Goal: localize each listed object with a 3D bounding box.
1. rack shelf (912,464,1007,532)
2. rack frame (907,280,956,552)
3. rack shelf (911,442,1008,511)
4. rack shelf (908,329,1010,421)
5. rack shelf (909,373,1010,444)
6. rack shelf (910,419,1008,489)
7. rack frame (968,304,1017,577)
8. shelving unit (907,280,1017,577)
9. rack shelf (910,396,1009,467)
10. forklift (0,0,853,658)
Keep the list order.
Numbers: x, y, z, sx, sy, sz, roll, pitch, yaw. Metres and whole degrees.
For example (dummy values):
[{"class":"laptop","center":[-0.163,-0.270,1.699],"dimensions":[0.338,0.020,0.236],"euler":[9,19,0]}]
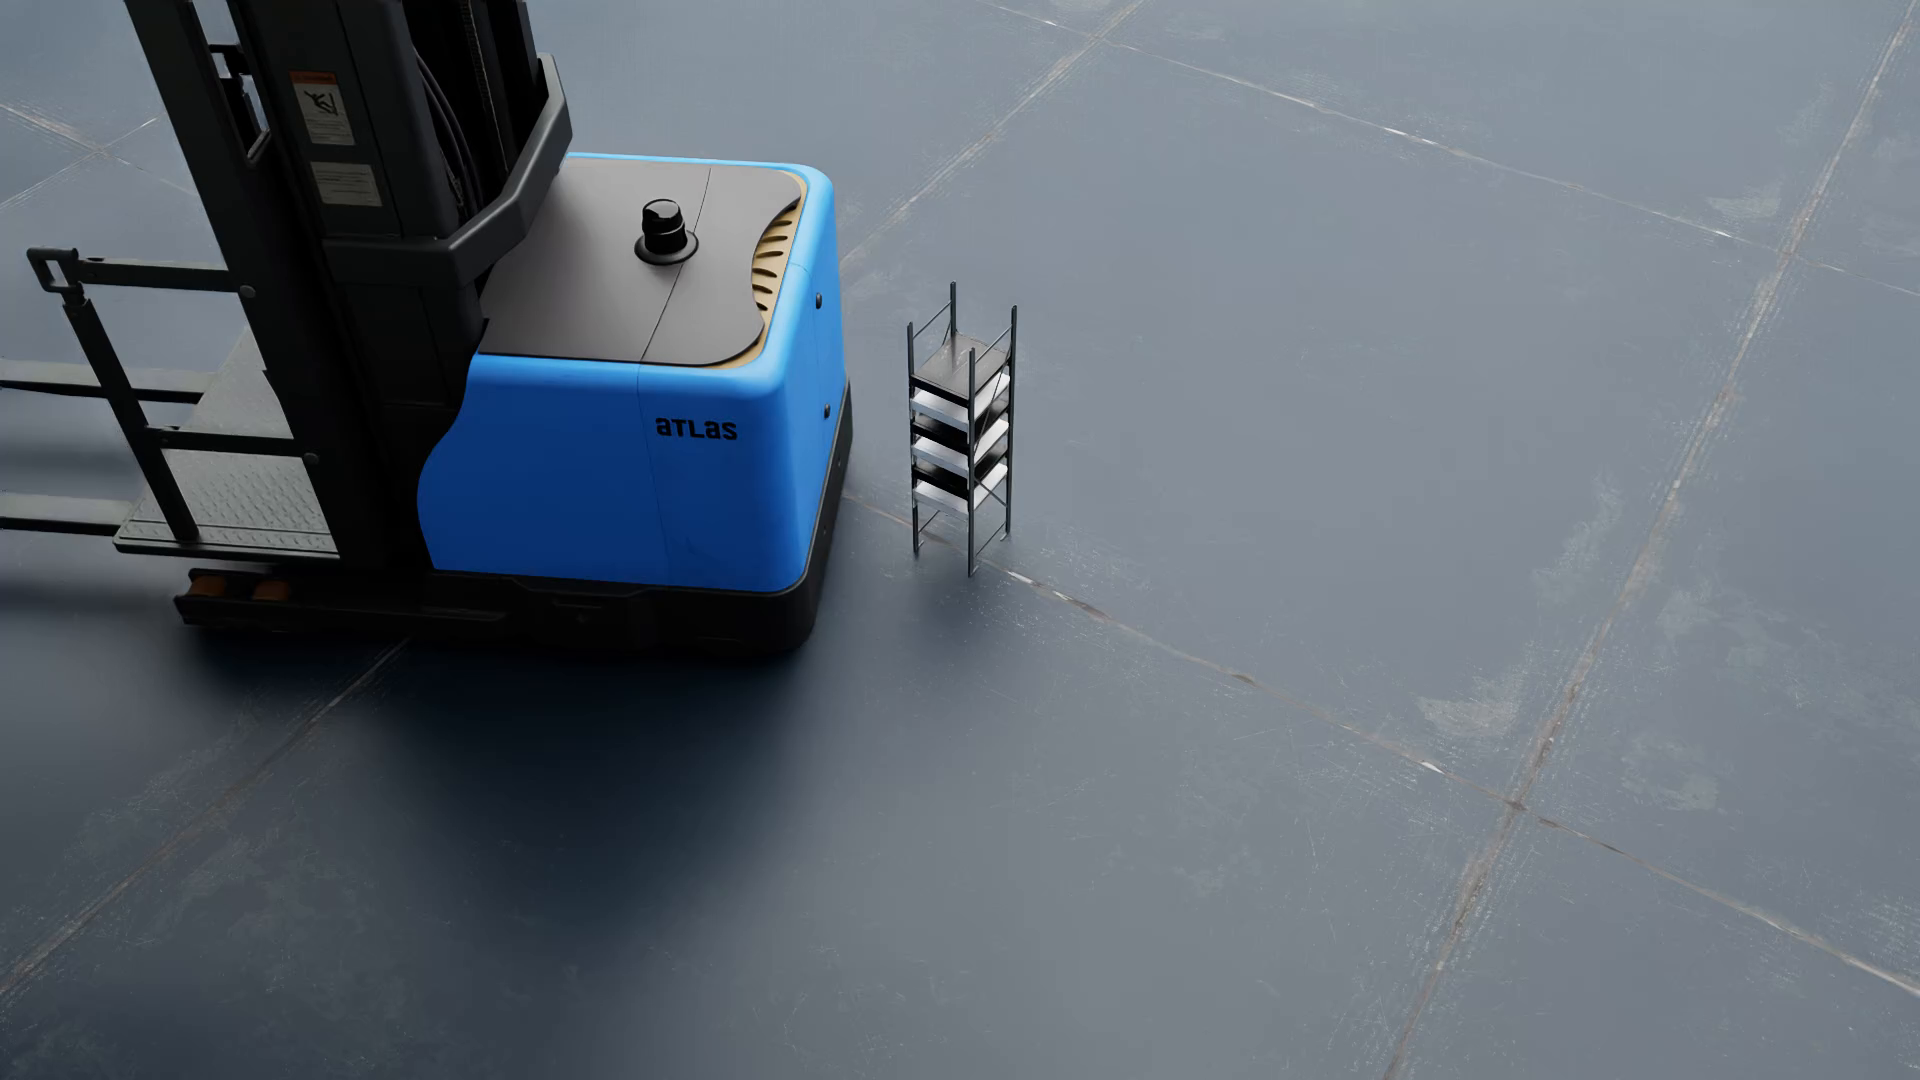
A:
[{"class":"rack shelf","center":[0.007,-0.162,5.080],"dimensions":[0.200,0.077,0.258],"euler":[25,51,22]},{"class":"rack frame","center":[-0.079,-0.350,4.965],"dimensions":[0.006,0.900,0.240],"euler":[25,51,22]},{"class":"rack shelf","center":[0.007,-0.225,5.016],"dimensions":[0.200,0.077,0.258],"euler":[25,51,22]},{"class":"rack shelf","center":[0.007,-0.475,4.757],"dimensions":[0.200,0.077,0.258],"euler":[25,51,22]},{"class":"rack shelf","center":[0.007,-0.413,4.822],"dimensions":[0.200,0.077,0.258],"euler":[25,51,22]},{"class":"rack shelf","center":[0.007,-0.287,4.951],"dimensions":[0.200,0.077,0.258],"euler":[25,51,22]},{"class":"rack frame","center":[0.092,-0.271,4.889],"dimensions":[0.006,0.900,0.240],"euler":[25,51,22]},{"class":"shelving unit","center":[0.007,-0.310,4.927],"dimensions":[0.210,0.900,0.258],"euler":[25,51,22]},{"class":"rack shelf","center":[0.007,-0.350,4.886],"dimensions":[0.200,0.077,0.258],"euler":[25,51,22]},{"class":"forklift","center":[-1.901,-1.117,4.294],"dimensions":[3.031,2.935,1.130],"euler":[4,46,4]}]
